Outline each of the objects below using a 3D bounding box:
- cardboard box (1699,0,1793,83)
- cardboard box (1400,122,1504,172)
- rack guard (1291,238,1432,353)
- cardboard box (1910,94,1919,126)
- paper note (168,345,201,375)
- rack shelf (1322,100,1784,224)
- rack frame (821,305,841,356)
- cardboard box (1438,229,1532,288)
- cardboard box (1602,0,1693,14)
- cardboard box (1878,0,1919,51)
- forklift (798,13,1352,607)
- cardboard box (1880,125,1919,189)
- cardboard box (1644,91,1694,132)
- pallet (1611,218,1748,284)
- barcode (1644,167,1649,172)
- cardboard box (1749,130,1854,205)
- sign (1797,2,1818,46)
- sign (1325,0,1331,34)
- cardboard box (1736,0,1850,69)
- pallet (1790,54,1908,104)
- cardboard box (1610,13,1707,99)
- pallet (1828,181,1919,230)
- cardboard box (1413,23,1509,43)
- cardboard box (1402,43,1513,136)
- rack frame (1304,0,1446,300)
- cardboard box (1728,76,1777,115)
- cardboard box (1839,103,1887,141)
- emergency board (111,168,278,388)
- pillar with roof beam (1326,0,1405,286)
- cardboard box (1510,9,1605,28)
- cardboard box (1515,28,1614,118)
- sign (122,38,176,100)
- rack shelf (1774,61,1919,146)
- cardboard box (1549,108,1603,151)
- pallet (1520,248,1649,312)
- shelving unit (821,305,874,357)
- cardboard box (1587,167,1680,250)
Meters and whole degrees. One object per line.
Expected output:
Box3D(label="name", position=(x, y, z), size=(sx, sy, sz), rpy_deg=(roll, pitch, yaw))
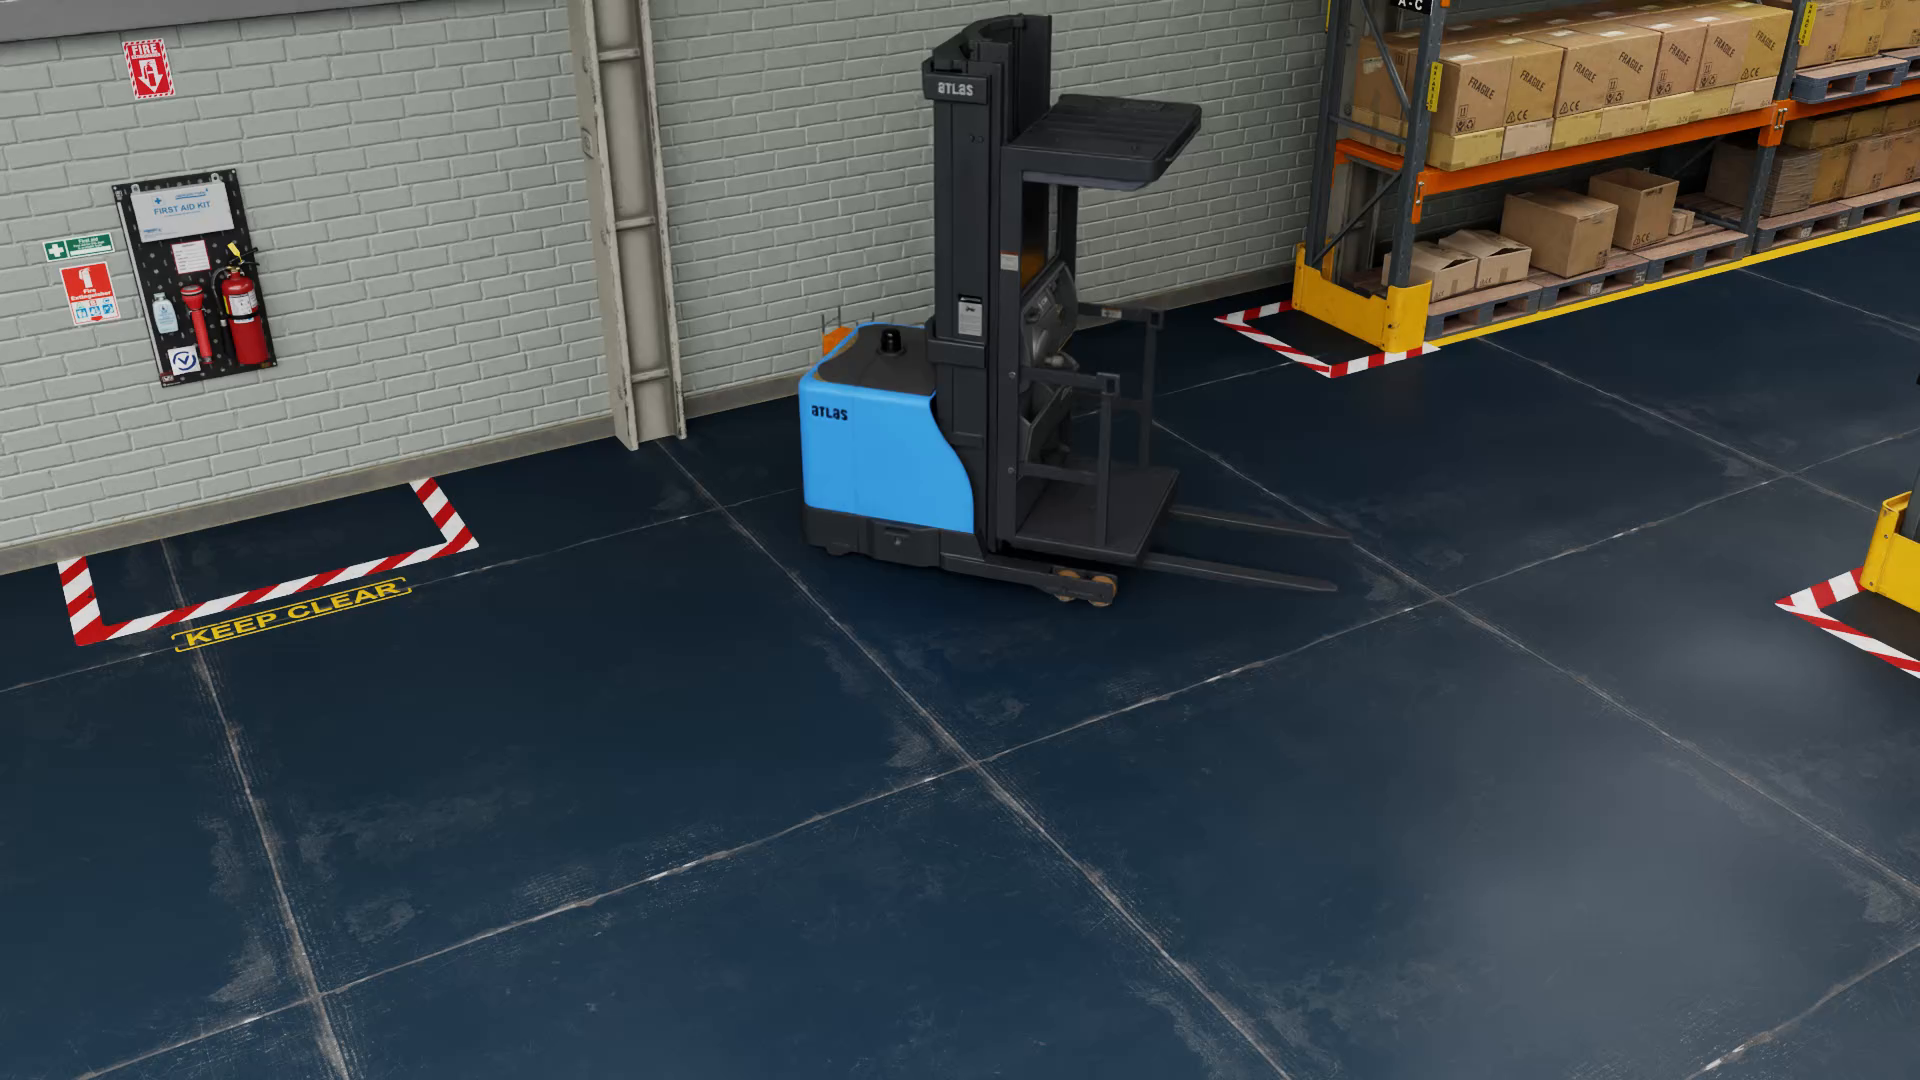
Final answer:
Box3D(label="cardboard box", position=(6.159, -3.948, 13.157), size=(0.500, 0.500, 0.500), rpy_deg=(-16, 33, -26))
Box3D(label="cardboard box", position=(3.543, -2.872, 11.984), size=(0.500, 0.250, 0.500), rpy_deg=(-17, 33, -28))
Box3D(label="rack guard", position=(3.027, -1.866, 12.614), size=(0.348, 0.500, 1.175), rpy_deg=(-16, 33, -26))
Box3D(label="cardboard box", position=(8.741, -4.015, 15.277), size=(0.500, 0.250, 0.500), rpy_deg=(-15, 32, -25))
Box3D(label="paper note", position=(-4.384, -1.015, 9.397), size=(0.142, 0.148, 0.016), rpy_deg=(-16, 33, -26))
Box3D(label="rack shelf", position=(4.686, -3.116, 13.037), size=(4.000, 0.370, 1.077), rpy_deg=(-16, 33, -26))
Box3D(label="rack frame", position=(-0.785, -0.941, 10.368), size=(0.008, 1.050, 0.200), rpy_deg=(15, 32, 25))
Box3D(label="cardboard box", position=(4.095, -2.229, 13.011), size=(0.500, 0.311, 0.500), rpy_deg=(-13, 31, -22))
Box3D(label="cardboard box", position=(5.451, -4.039, 13.323), size=(0.500, 0.500, 0.500), rpy_deg=(-16, 33, -27))
Box3D(label="cardboard box", position=(7.903, -4.576, 14.378), size=(0.500, 0.500, 0.700), rpy_deg=(-11, 31, -20))
Box3D(label="forklift", position=(0.667, -1.207, 8.904), size=(3.031, 2.935, 1.130), rpy_deg=(9, 30, 17))
Box3D(label="cardboard box", position=(8.347, -3.589, 15.281), size=(0.500, 0.500, 0.700), rpy_deg=(-16, 33, -27))
Box3D(label="cardboard box", position=(5.296, -3.374, 12.893), size=(0.500, 0.250, 0.500), rpy_deg=(-16, 33, -27))
Box3D(label="pallet", position=(5.849, -2.521, 14.099), size=(1.213, 0.211, 1.003), rpy_deg=(-16, 33, -26))
Box3D(label="barcode", position=(5.823, -3.127, 14.112), size=(0.075, 0.075, 0.001), rpy_deg=(-16, 33, -26))
Box3D(label="cardboard box", position=(7.456, -3.354, 14.854), size=(0.500, 0.500, 0.700), rpy_deg=(-17, 33, -27))
Box3D(label="sign", position=(6.692, -4.076, 13.135), size=(0.005, 0.325, 0.100), rpy_deg=(-16, 33, -26))
Box3D(label="sign", position=(2.697, -3.823, 12.048), size=(0.005, 0.325, 0.100), rpy_deg=(-16, 33, -26))
Box3D(label="cardboard box", position=(6.866, -4.268, 13.820), size=(0.500, 0.500, 0.700), rpy_deg=(-16, 33, -26))
Box3D(label="pallet", position=(7.143, -3.963, 14.026), size=(1.213, 0.211, 1.003), rpy_deg=(-16, 33, -26))
Box3D(label="cardboard box", position=(5.292, -3.704, 12.716), size=(0.500, 0.500, 0.500), rpy_deg=(-17, 33, -28))
Box3D(label="pallet", position=(8.134, -3.192, 15.315), size=(1.213, 0.211, 1.003), rpy_deg=(-16, 33, -26))
Box3D(label="cardboard box", position=(3.699, -3.536, 12.412), size=(0.500, 0.500, 0.500), rpy_deg=(-15, 32, -26))
Box3D(label="cardboard box", position=(3.525, -3.205, 11.811), size=(0.500, 0.500, 0.500), rpy_deg=(-16, 33, -26))
Box3D(label="rack frame", position=(2.961, -2.942, 11.976), size=(0.127, 3.000, 1.000), rpy_deg=(-16, 33, -26))
Box3D(label="cardboard box", position=(6.155, -3.622, 13.343), size=(0.500, 0.250, 0.500), rpy_deg=(-16, 33, -26))
Box3D(label="cardboard box", position=(7.861, -3.773, 14.837), size=(0.500, 0.250, 0.500), rpy_deg=(-17, 33, -28))
Box3D(label="emergency board", position=(-4.196, -1.416, 9.211), size=(0.643, 1.169, 0.194), rpy_deg=(-16, 33, -26))
Box3D(label="pillar with roof beam", position=(5.308, -4.307, 8.240), size=(0.400, 9.000, 9.100), rpy_deg=(-16, 33, -26))
Box3D(label="cardboard box", position=(4.577, -3.788, 12.868), size=(0.500, 0.500, 0.500), rpy_deg=(-15, 32, -26))
Box3D(label="cardboard box", position=(4.405, -3.446, 12.247), size=(0.500, 0.500, 0.500), rpy_deg=(-17, 33, -28))
Box3D(label="sign", position=(-4.254, -2.470, 8.722), size=(0.199, 0.298, 0.001), rpy_deg=(-16, 33, -26))
Box3D(label="rack shelf", position=(8.134, -4.096, 14.811), size=(4.000, 0.370, 1.077), rpy_deg=(-16, 33, -26))
Box3D(label="cardboard box", position=(4.426, -3.127, 12.447), size=(0.500, 0.250, 0.500), rpy_deg=(-16, 33, -27))
Box3D(label="pallet", position=(4.796, -2.220, 13.555), size=(1.213, 0.211, 1.003), rpy_deg=(-16, 33, -26))
Box3D(label="shelving unit", position=(-0.679, -0.912, 10.316), size=(0.252, 1.050, 0.215), rpy_deg=(15, 32, 25))
Box3D(label="cardboard box", position=(5.535, -2.748, 13.757), size=(0.500, 0.500, 0.500), rpy_deg=(-19, 34, -30))
